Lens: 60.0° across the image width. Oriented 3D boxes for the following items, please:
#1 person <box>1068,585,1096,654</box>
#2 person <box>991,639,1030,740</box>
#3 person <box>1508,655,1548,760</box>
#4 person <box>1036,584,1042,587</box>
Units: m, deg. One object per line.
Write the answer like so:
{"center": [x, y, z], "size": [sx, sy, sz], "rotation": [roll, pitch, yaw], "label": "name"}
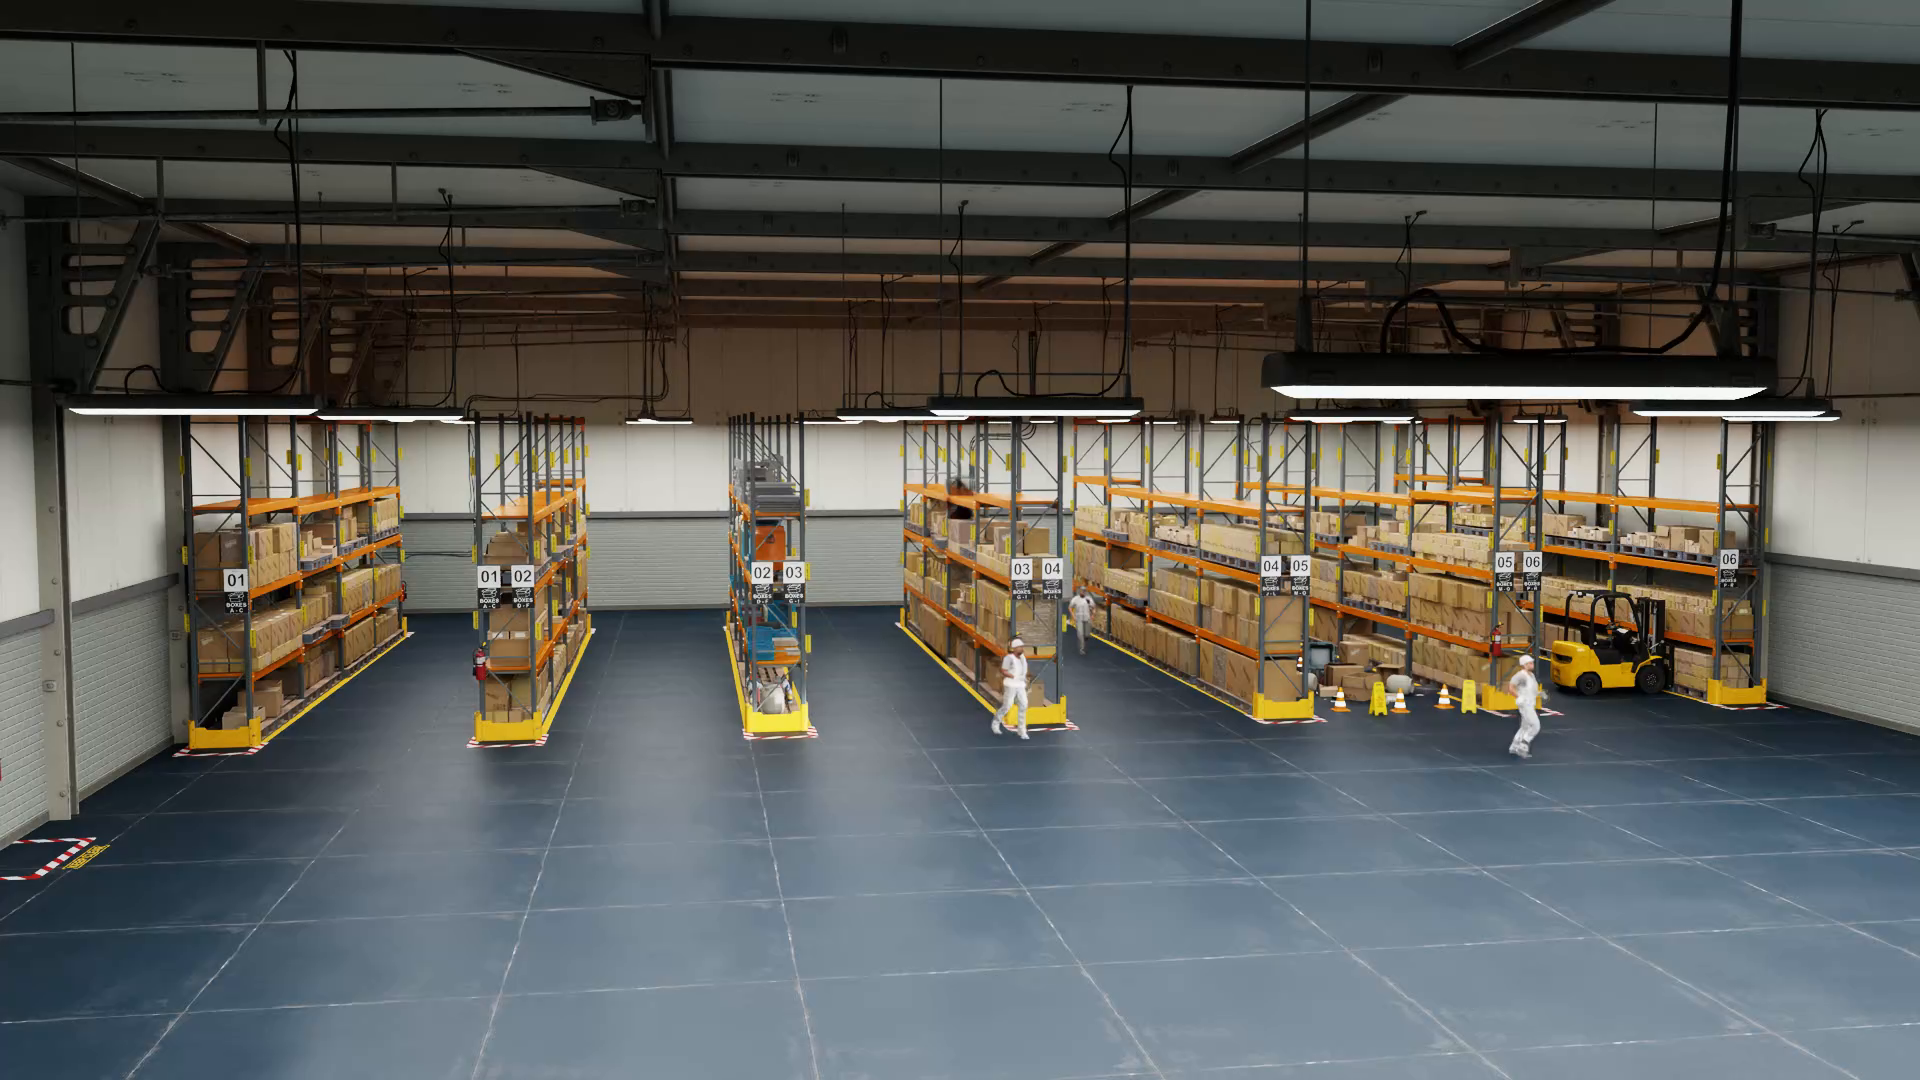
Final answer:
{"center": [3.085, 1.991, 42.010], "size": [0.699, 1.734, 0.771], "rotation": [0, 4, -6], "label": "person"}
{"center": [1.017, 2.745, 30.746], "size": [0.814, 1.833, 0.725], "rotation": [4, 5, 43], "label": "person"}
{"center": [9.801, 2.900, 28.691], "size": [0.624, 1.821, 0.638], "rotation": [3, 5, 35], "label": "person"}
{"center": [2.084, 1.592, 47.875], "size": [0.661, 1.828, 0.790], "rotation": [1, 4, 16], "label": "person"}
